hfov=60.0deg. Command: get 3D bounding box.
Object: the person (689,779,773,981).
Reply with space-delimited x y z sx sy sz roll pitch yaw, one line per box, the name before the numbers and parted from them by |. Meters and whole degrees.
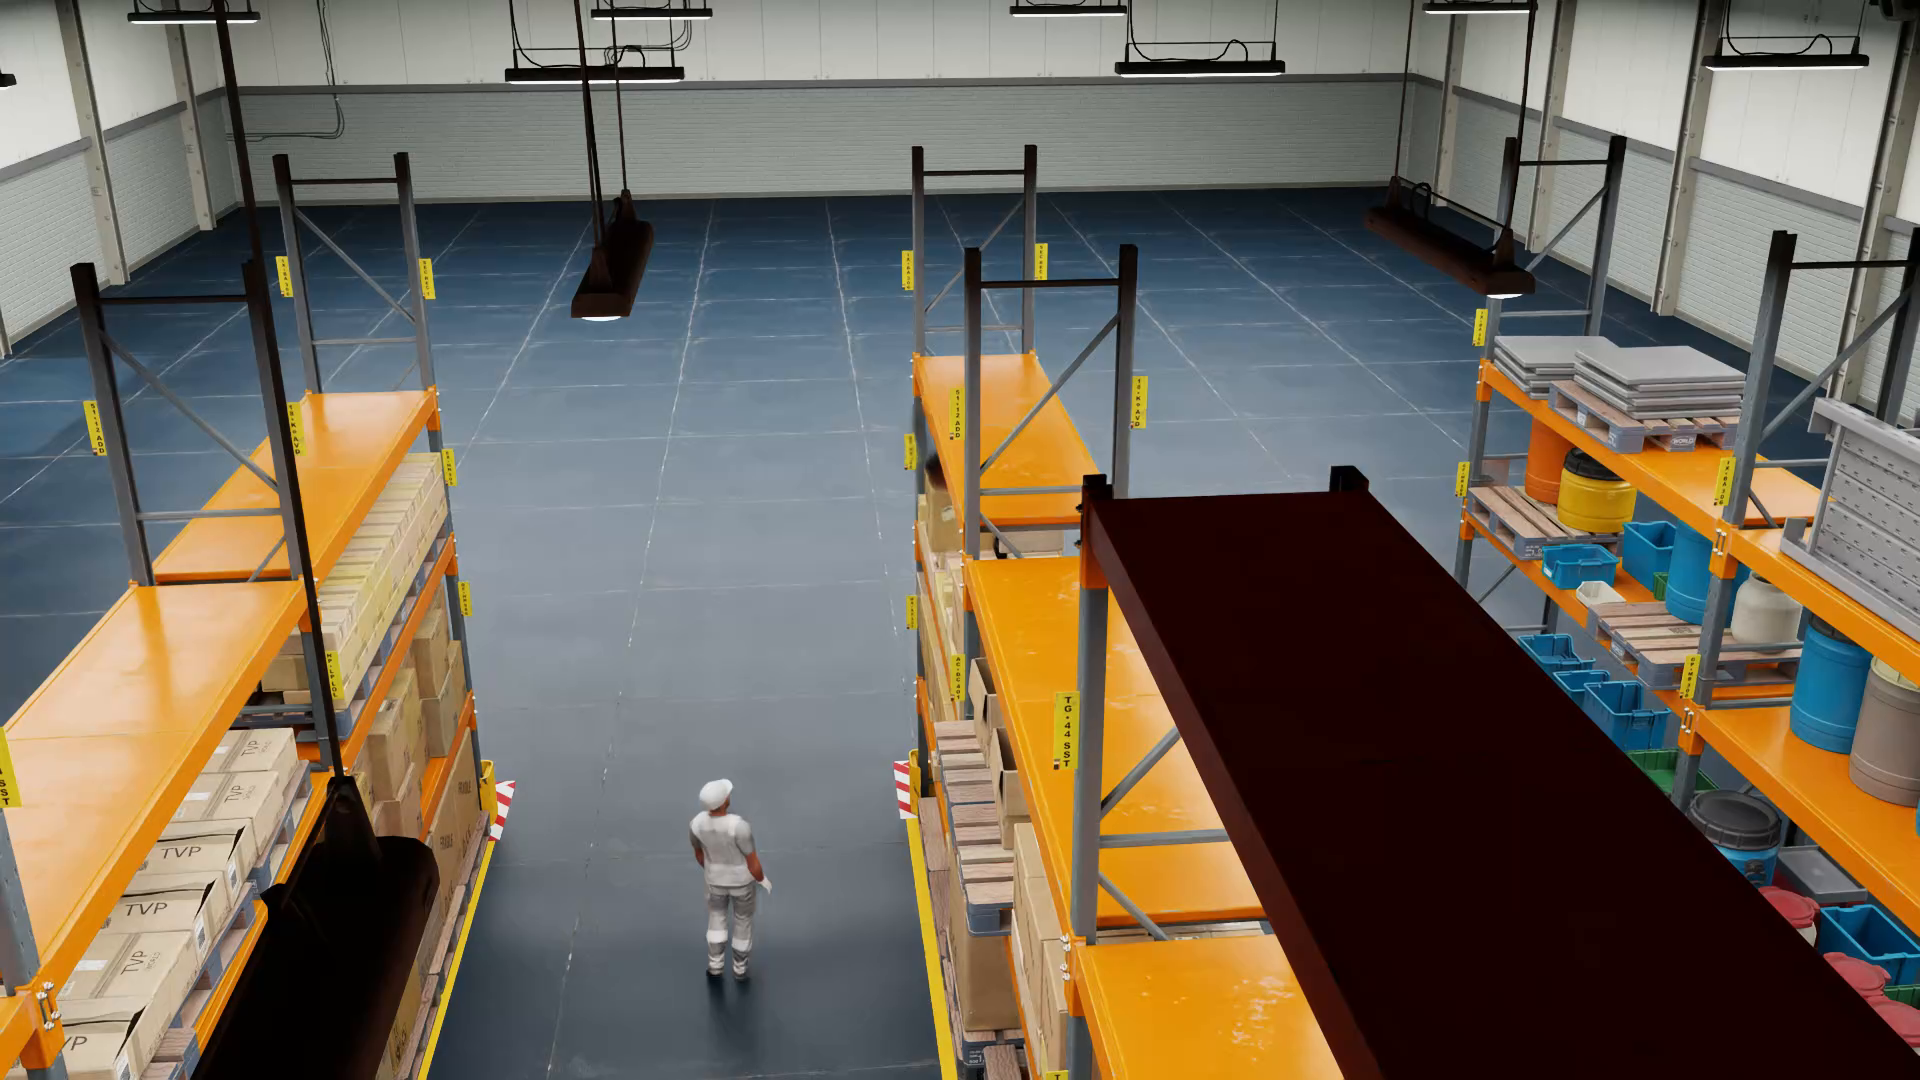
person | -1.736 2.599 12.749 0.613 1.802 0.473 2 22 5
